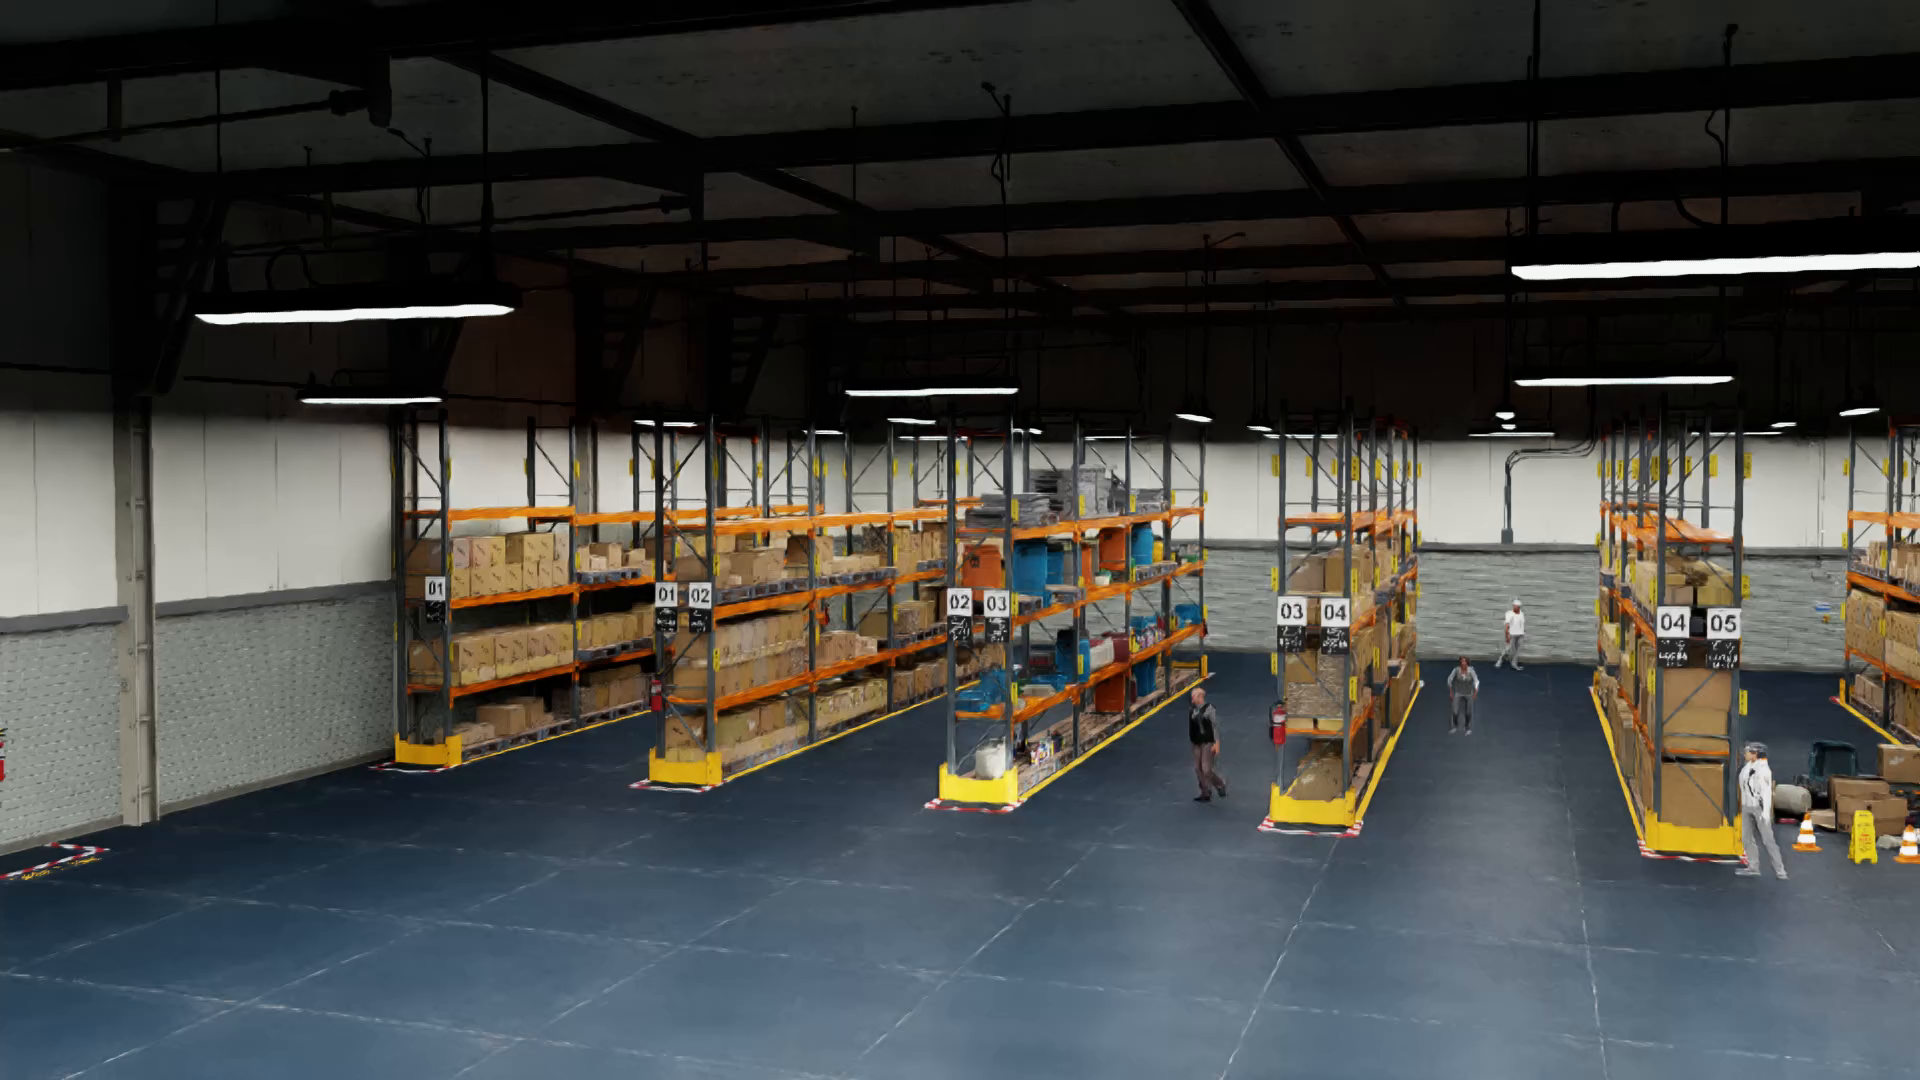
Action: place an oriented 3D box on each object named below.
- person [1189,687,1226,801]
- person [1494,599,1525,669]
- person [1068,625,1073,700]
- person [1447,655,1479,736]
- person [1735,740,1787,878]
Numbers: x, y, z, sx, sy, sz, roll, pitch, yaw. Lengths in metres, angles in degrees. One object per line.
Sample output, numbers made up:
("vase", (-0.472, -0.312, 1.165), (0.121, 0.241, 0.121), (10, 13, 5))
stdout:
("person", (3.726, 3.072, 25.082), (0.522, 1.715, 0.588), (-2, 3, -34))
("person", (13.720, 2.347, 41.473), (0.746, 1.758, 0.519), (-1, 3, -24))
("person", (2.430, 2.642, 36.103), (0.445, 1.590, 1.110), (1, 3, 21))
("person", (9.428, 2.901, 31.164), (0.566, 1.541, 0.519), (1, 3, 16))
("person", (9.857, 3.300, 20.447), (0.518, 1.669, 0.572), (0, 2, -7))
